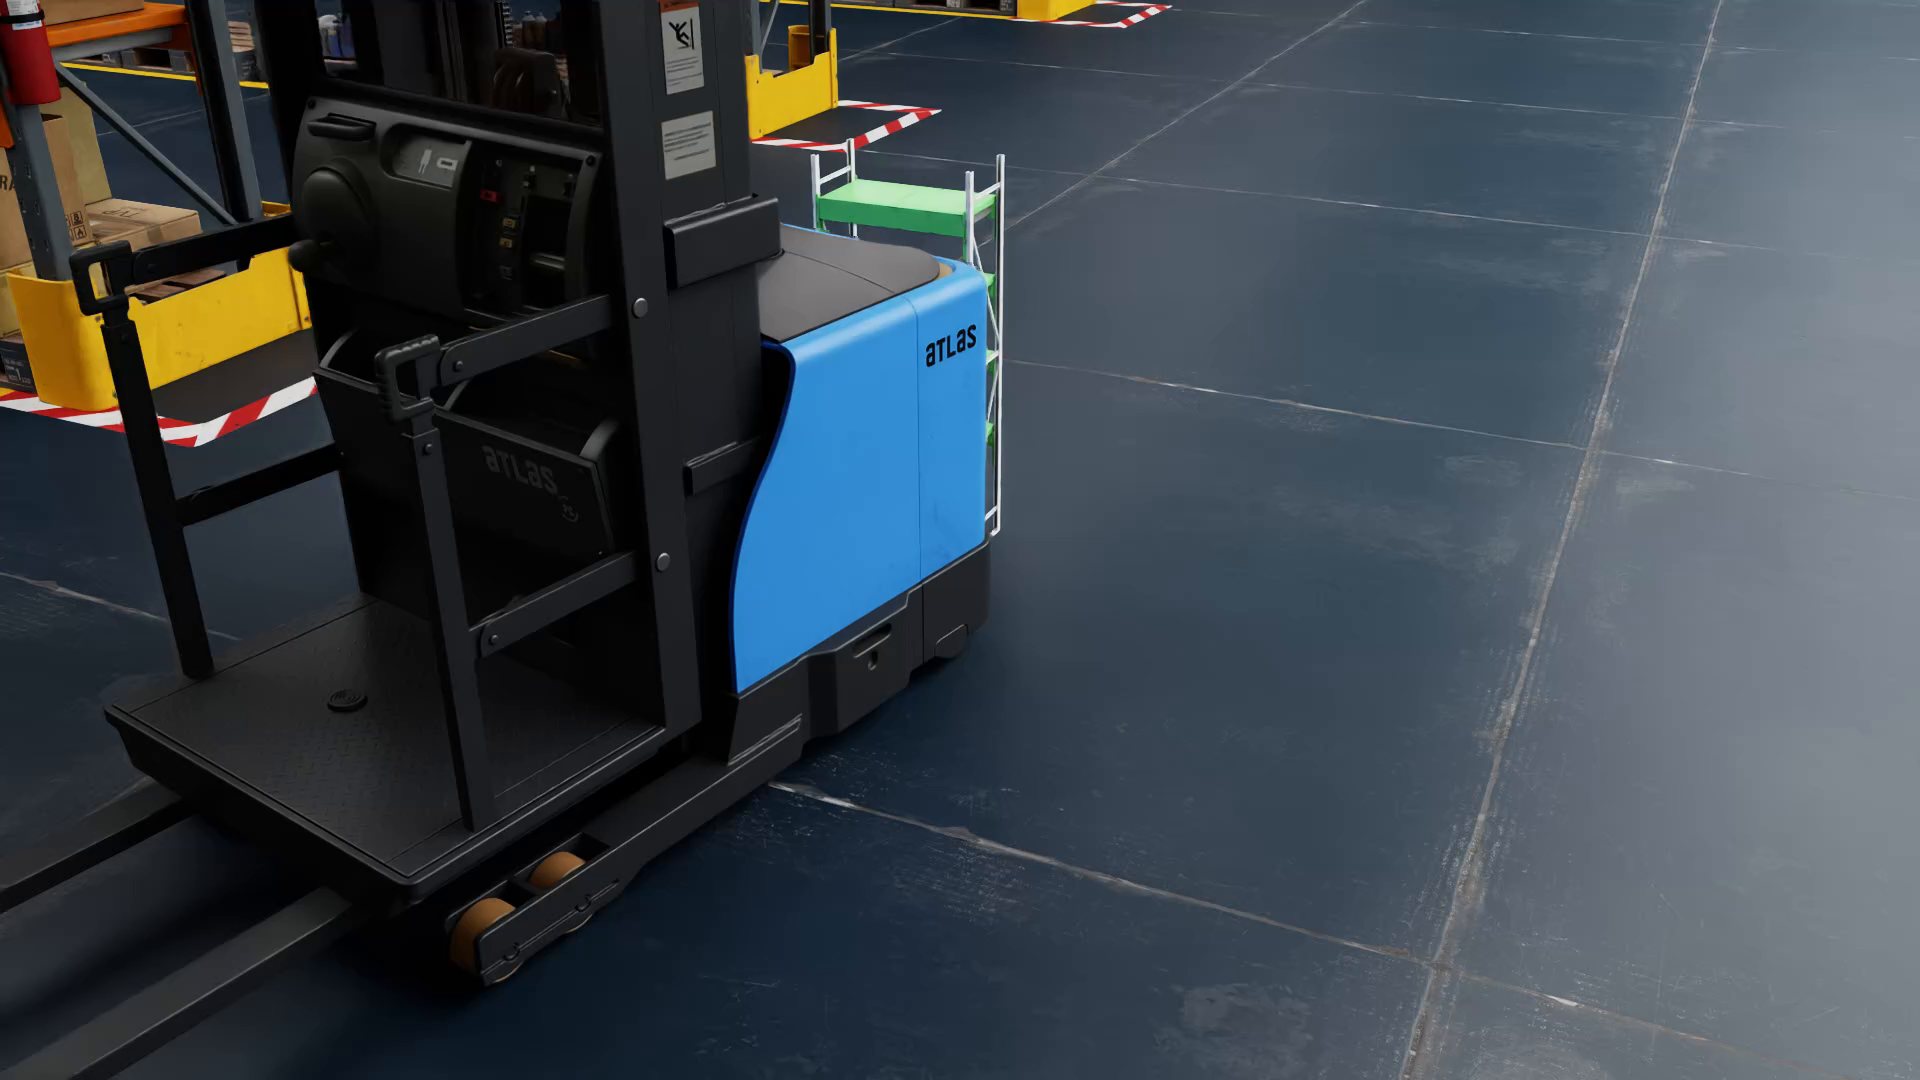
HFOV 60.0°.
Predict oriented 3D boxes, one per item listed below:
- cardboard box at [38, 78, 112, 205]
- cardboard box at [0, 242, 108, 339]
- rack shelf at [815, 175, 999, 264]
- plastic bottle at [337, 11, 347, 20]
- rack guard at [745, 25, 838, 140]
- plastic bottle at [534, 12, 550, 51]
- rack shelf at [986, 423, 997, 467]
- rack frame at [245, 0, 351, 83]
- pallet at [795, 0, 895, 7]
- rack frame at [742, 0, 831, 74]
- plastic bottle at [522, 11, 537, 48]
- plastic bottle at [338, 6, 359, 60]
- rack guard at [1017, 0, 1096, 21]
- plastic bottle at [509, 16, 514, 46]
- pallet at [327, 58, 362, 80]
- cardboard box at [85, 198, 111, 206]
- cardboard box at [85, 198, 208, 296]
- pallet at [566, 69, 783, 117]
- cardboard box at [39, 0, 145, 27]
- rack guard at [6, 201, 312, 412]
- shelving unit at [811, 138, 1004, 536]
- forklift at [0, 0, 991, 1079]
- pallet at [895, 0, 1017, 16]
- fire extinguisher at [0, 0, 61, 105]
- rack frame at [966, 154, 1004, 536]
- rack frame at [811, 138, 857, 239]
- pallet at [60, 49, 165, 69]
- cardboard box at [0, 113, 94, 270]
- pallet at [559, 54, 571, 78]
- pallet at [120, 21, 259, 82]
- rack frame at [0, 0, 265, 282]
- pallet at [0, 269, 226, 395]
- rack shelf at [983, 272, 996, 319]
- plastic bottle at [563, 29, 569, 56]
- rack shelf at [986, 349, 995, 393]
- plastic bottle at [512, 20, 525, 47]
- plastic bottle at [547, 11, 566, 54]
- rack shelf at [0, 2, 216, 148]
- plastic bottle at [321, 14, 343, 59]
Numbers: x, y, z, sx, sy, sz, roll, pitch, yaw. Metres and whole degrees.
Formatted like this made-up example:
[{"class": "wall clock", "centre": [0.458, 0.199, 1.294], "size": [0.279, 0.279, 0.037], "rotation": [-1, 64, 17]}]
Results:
[{"class": "cardboard box", "centre": [-4.012, -1.656, 7.007], "size": [0.500, 0.500, 0.500], "rotation": [11, 28, 22]}, {"class": "cardboard box", "centre": [-3.771, -1.021, 6.565], "size": [0.500, 0.250, 0.500], "rotation": [11, 28, 22]}, {"class": "rack shelf", "centre": [-0.151, -0.942, 4.863], "size": [0.480, 0.148, 0.258], "rotation": [11, 28, 22]}, {"class": "plastic bottle", "centre": [-4.290, -3.548, 11.638], "size": [0.133, 0.283, 0.061], "rotation": [11, 28, 22]}, {"class": "rack guard", "centre": [-1.195, -2.951, 10.679], "size": [0.348, 0.500, 1.175], "rotation": [11, 28, 22]}, {"class": "plastic bottle", "centre": [-2.940, -3.571, 11.697], "size": [0.097, 0.271, 0.097], "rotation": [0, 26, 0]}, {"class": "rack shelf", "centre": [-0.151, -0.296, 5.181], "size": [0.480, 0.148, 0.258], "rotation": [11, 28, 22]}, {"class": "rack frame", "centre": [-4.748, -4.809, 11.622], "size": [0.127, 3.000, 1.000], "rotation": [11, 28, 22]}, {"class": "pallet", "centre": [-0.957, -5.219, 15.611], "size": [1.213, 0.211, 1.003], "rotation": [11, 28, 22]}, {"class": "rack frame", "centre": [-1.107, -4.078, 10.137], "size": [0.127, 3.000, 1.000], "rotation": [11, 28, 22]}, {"class": "plastic bottle", "centre": [-3.031, -3.589, 11.734], "size": [0.097, 0.271, 0.097], "rotation": [0, 26, 0]}, {"class": "plastic bottle", "centre": [-4.185, -3.504, 11.471], "size": [0.185, 0.351, 0.144], "rotation": [12, 29, 23]}, {"class": "rack guard", "centre": [0.874, -4.962, 14.762], "size": [0.348, 0.500, 1.175], "rotation": [11, 28, 22]}, {"class": "plastic bottle", "centre": [-3.216, -3.626, 11.810], "size": [0.097, 0.271, 0.097], "rotation": [0, 26, 0]}, {"class": "pallet", "centre": [-4.154, -3.419, 11.955], "size": [1.213, 0.211, 1.003], "rotation": [11, 28, 22]}, {"class": "cardboard box", "centre": [-4.013, -1.319, 7.171], "size": [0.500, 0.250, 0.500], "rotation": [11, 28, 22]}, {"class": "cardboard box", "centre": [-3.556, -1.229, 6.988], "size": [0.500, 0.250, 0.500], "rotation": [11, 28, 22]}, {"class": "pallet", "centre": [-1.933, -2.972, 11.048], "size": [1.213, 0.211, 1.003], "rotation": [11, 28, 22]}, {"class": "cardboard box", "centre": [-3.580, -2.222, 6.254], "size": [0.500, 0.500, 0.700], "rotation": [11, 28, 22]}, {"class": "rack guard", "centre": [-3.139, -0.961, 6.636], "size": [0.348, 0.500, 1.175], "rotation": [11, 28, 22]}, {"class": "shelving unit", "centre": [-0.151, -0.569, 5.046], "size": [0.503, 1.200, 0.258], "rotation": [11, 28, 22]}, {"class": "forklift", "centre": [-1.193, -0.653, 3.259], "size": [1.130, 2.935, 3.031], "rotation": [18, 31, 32]}, {"class": "pallet", "centre": [0.150, -4.995, 15.156], "size": [1.213, 0.211, 1.003], "rotation": [11, 28, 22]}, {"class": "fire extinguisher", "centre": [-3.245, -1.844, 5.686], "size": [0.183, 0.674, 0.296], "rotation": [11, 28, 22]}, {"class": "rack frame", "centre": [0.071, -0.524, 4.956], "size": [0.015, 1.200, 0.240], "rotation": [11, 28, 22]}, {"class": "rack frame", "centre": [-0.373, -0.613, 5.137], "size": [0.015, 1.200, 0.240], "rotation": [11, 28, 22]}, {"class": "pallet", "centre": [-6.593, -3.909, 12.950], "size": [1.213, 0.211, 1.003], "rotation": [11, 28, 22]}, {"class": "cardboard box", "centre": [-3.772, -1.356, 6.398], "size": [0.500, 0.500, 0.500], "rotation": [11, 28, 22]}, {"class": "pallet", "centre": [-3.039, -3.196, 11.503], "size": [1.213, 0.211, 1.003], "rotation": [11, 28, 22]}, {"class": "pallet", "centre": [-5.479, -3.686, 12.498], "size": [1.213, 0.211, 1.003], "rotation": [11, 28, 22]}, {"class": "rack frame", "centre": [-3.160, -2.087, 6.093], "size": [0.127, 3.000, 1.000], "rotation": [11, 28, 22]}, {"class": "pallet", "centre": [-3.874, -0.959, 6.958], "size": [1.213, 0.211, 1.003], "rotation": [11, 28, 22]}, {"class": "rack shelf", "centre": [-0.151, -0.727, 4.969], "size": [0.480, 0.148, 0.258], "rotation": [11, 28, 22]}, {"class": "plastic bottle", "centre": [-2.722, -3.495, 11.624], "size": [0.097, 0.201, 0.097], "rotation": [0, 26, 0]}, {"class": "rack shelf", "centre": [-0.151, -0.511, 5.075], "size": [0.480, 0.148, 0.258], "rotation": [11, 28, 22]}, {"class": "plastic bottle", "centre": [-3.121, -3.576, 11.787], "size": [0.097, 0.201, 0.097], "rotation": [0, 26, 0]}, {"class": "plastic bottle", "centre": [-2.827, -3.562, 11.666], "size": [0.133, 0.283, 0.061], "rotation": [12, 29, 23]}, {"class": "rack shelf", "centre": [-4.981, -2.130, 6.994], "size": [4.000, 0.370, 1.077], "rotation": [11, 28, 22]}, {"class": "plastic bottle", "centre": [-4.334, -3.502, 11.552], "size": [0.135, 0.276, 0.152], "rotation": [12, 29, 24]}]
